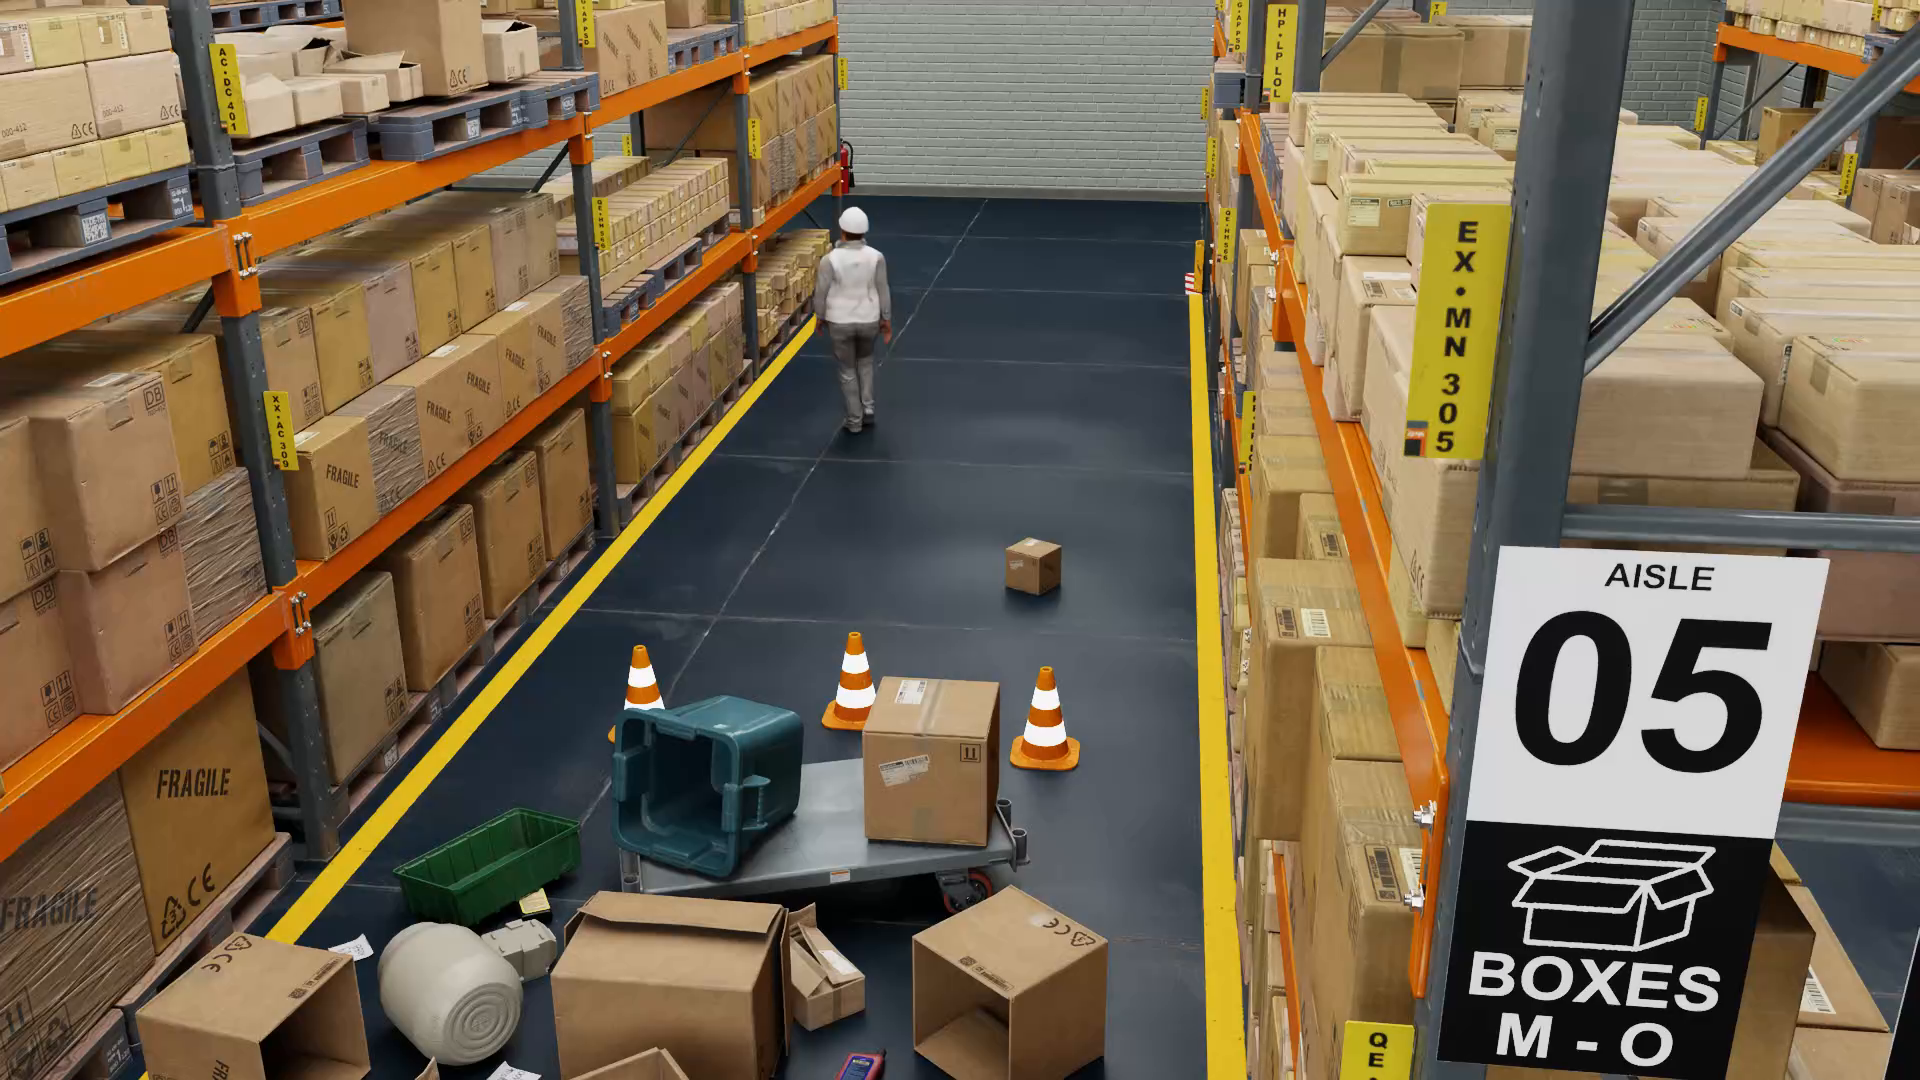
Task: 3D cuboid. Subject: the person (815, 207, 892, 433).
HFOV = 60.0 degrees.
[{"bbox_3d":[-0.861,-1.707,13.017,0.586,1.818,0.498,-7,22,-19],"label":"person"}]
